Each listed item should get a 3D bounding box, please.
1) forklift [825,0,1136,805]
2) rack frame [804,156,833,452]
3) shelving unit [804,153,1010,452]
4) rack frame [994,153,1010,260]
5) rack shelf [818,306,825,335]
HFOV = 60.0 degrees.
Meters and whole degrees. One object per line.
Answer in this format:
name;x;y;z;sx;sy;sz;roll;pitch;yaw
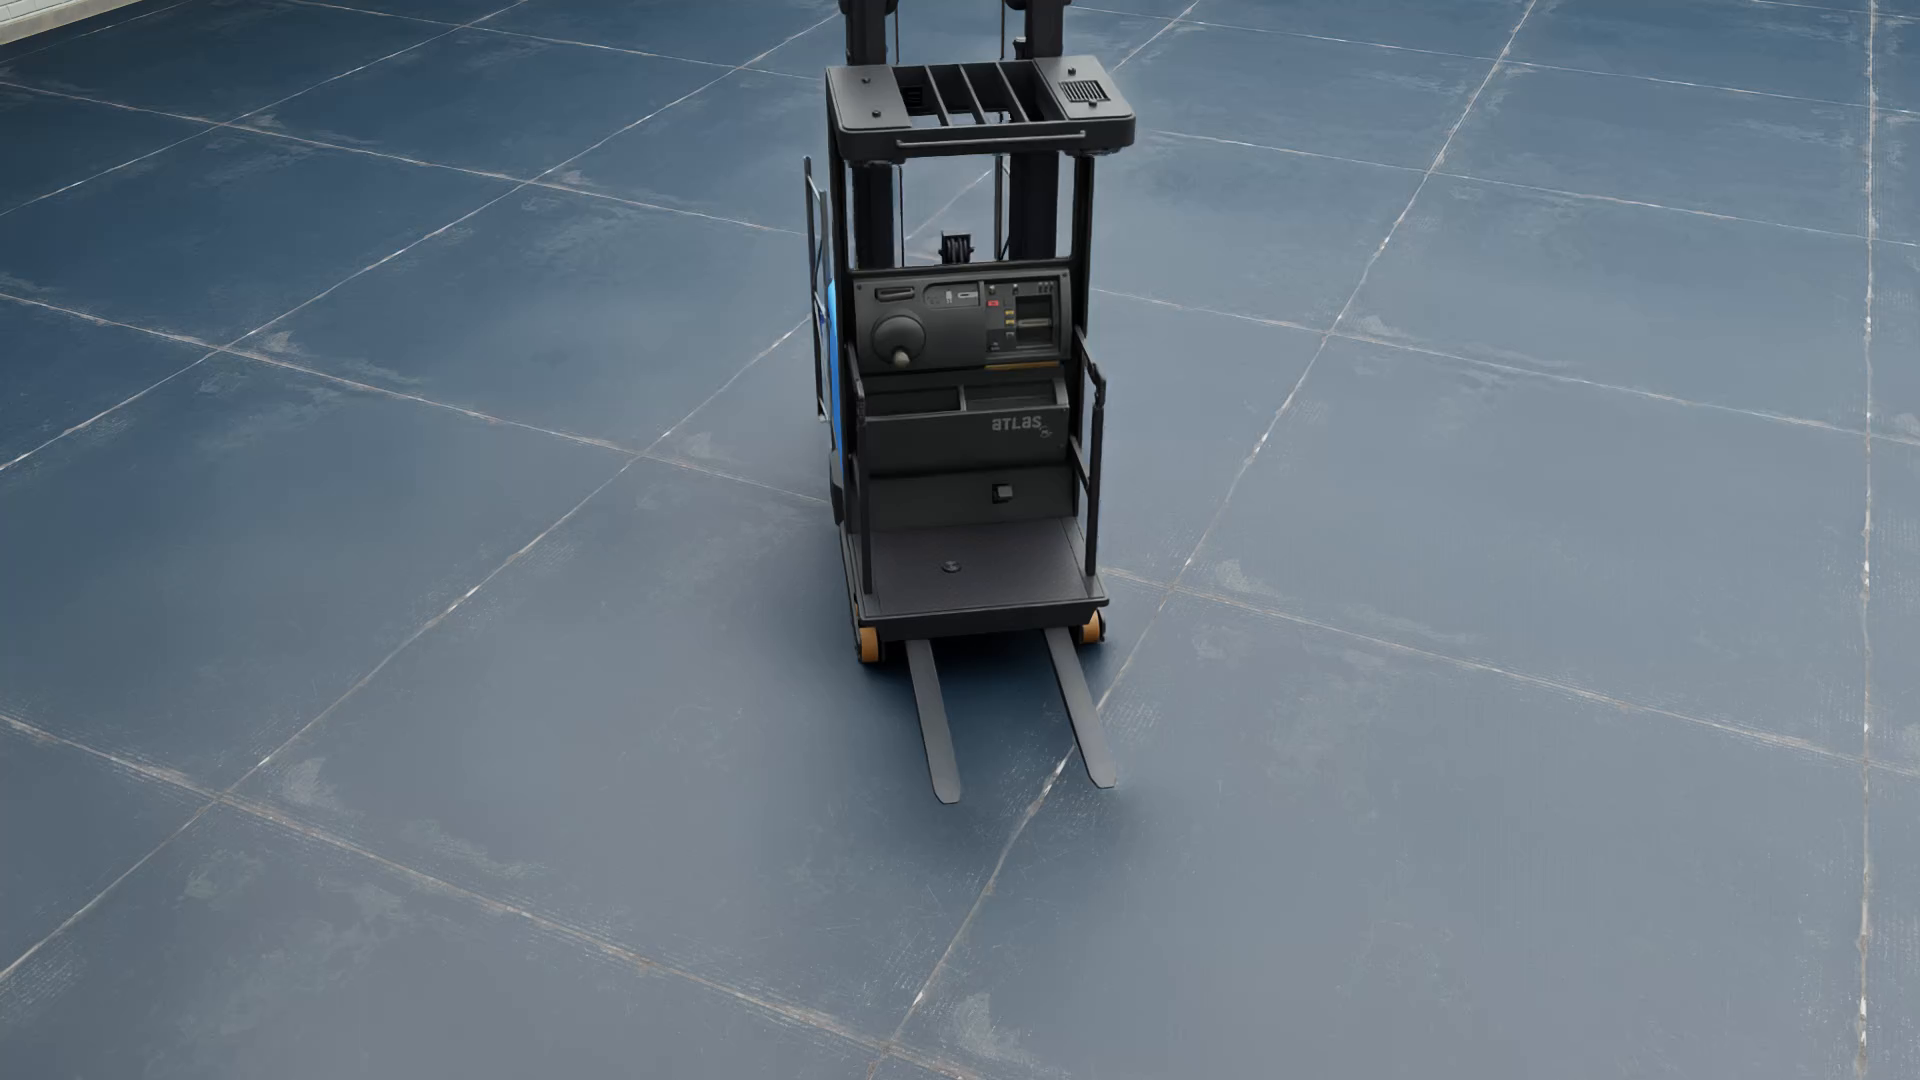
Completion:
forklift;0.048;-0.885;6.927;1.130;2.935;3.031;-5;34;-7
rack frame;-0.726;-1.207;8.724;0.032;1.500;0.500;-8;34;-12
shelving unit;-0.233;-1.275;8.827;1.048;1.500;0.538;-8;34;-12
rack frame;0.260;-1.343;8.930;0.032;1.500;0.500;-8;34;-12
rack shelf;-0.233;-1.125;8.926;1.000;0.185;0.538;-8;34;-12
